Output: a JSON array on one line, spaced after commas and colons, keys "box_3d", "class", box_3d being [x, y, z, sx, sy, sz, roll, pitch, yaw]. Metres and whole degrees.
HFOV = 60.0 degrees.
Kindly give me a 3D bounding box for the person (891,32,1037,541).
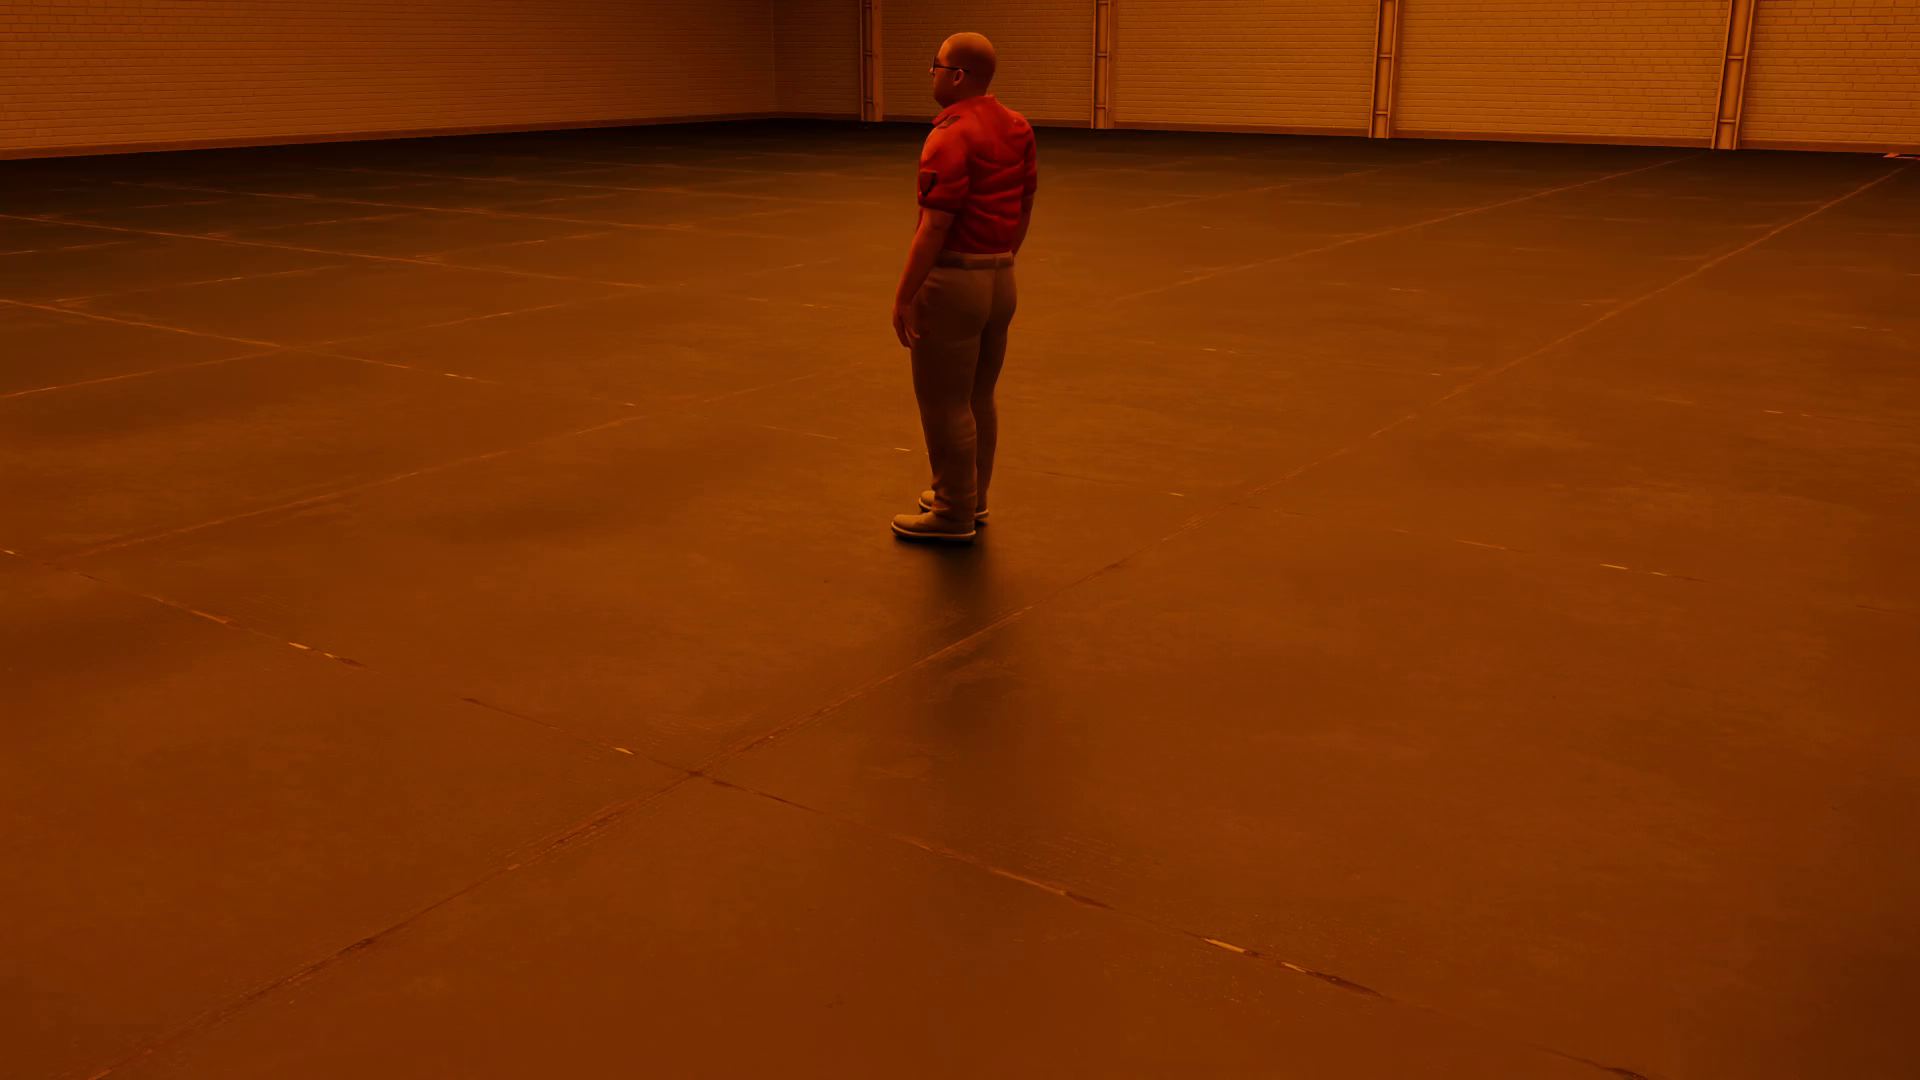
[{"box_3d": [-0.068, -0.854, 5.756, 0.550, 1.728, 0.641, 11, 20, 33], "class": "person"}]
